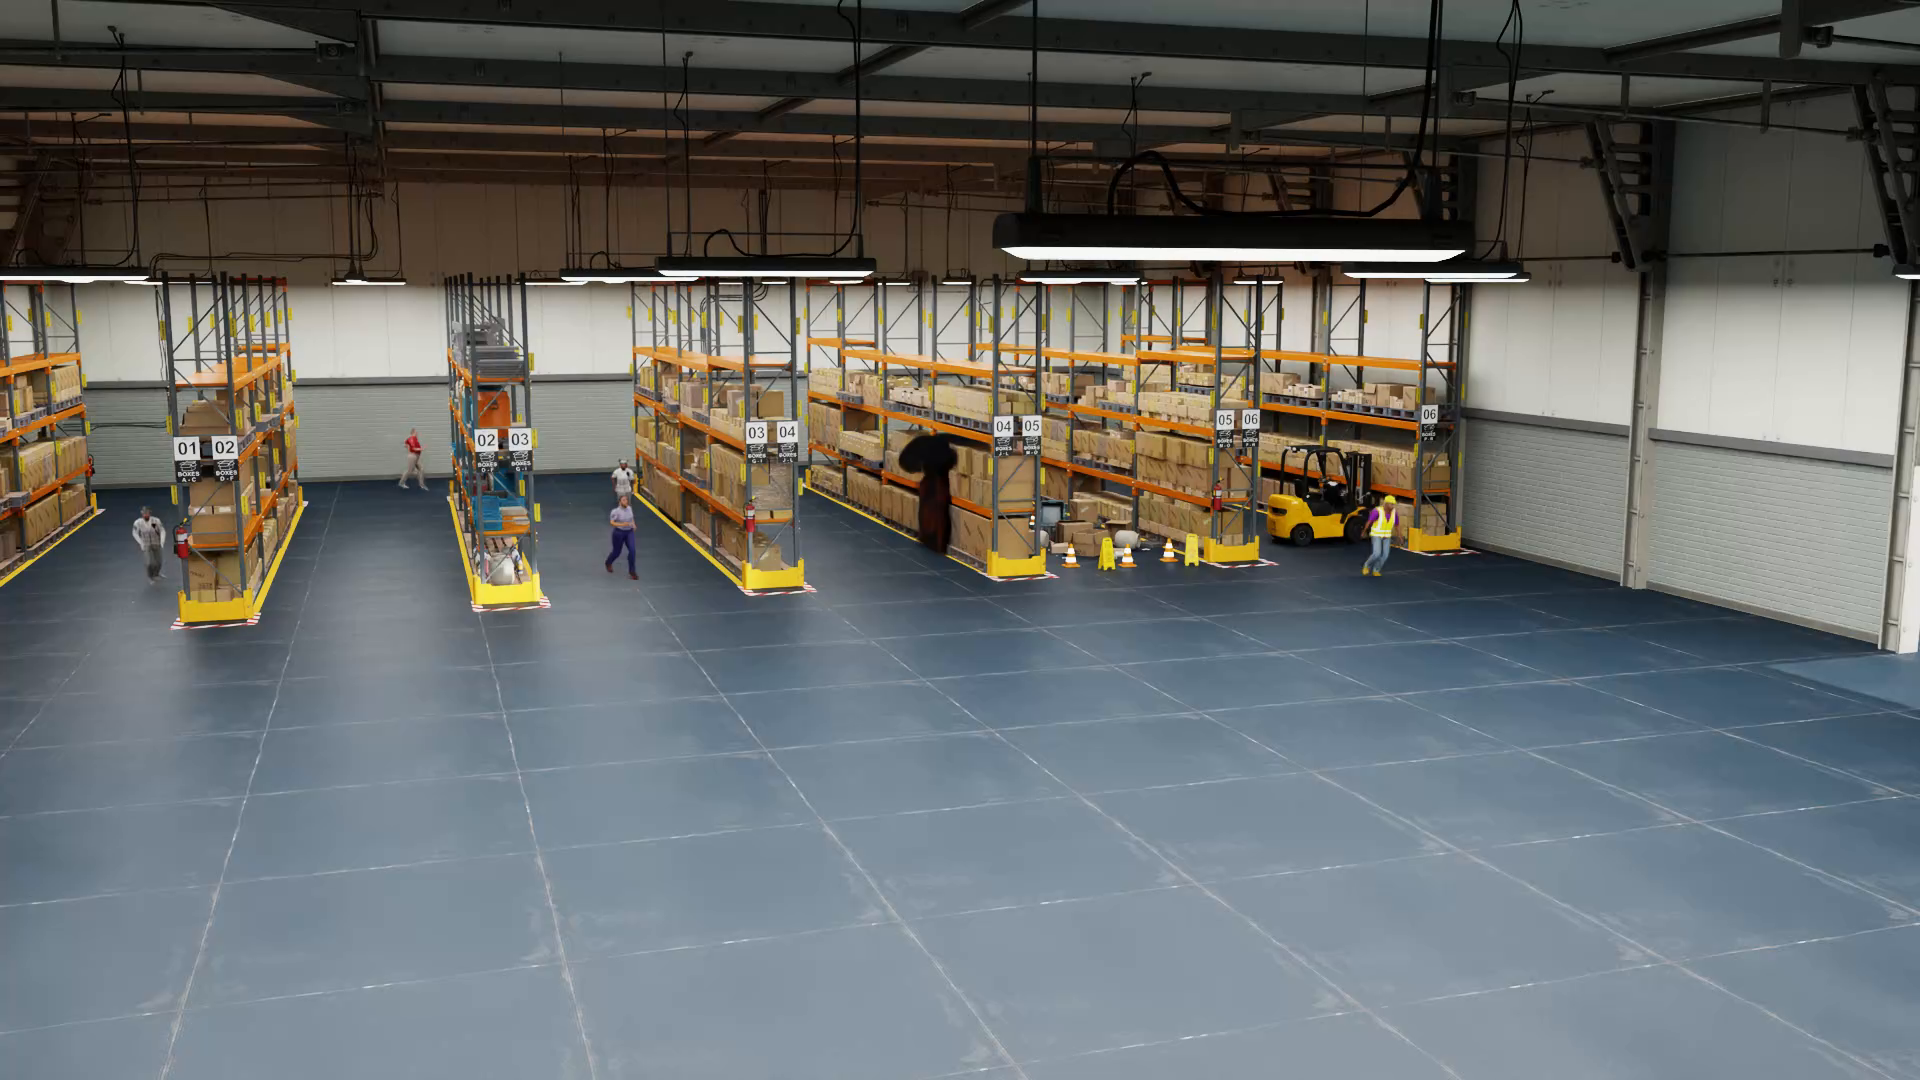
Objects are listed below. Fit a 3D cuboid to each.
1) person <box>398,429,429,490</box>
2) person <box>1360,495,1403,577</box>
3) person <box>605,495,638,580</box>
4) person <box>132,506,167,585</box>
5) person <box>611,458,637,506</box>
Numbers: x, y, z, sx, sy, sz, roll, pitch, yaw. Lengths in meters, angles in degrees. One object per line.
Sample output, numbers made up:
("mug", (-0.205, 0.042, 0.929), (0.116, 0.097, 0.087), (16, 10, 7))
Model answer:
("person", (-15.615, -2.286, 47.474), (0.888, 1.792, 0.647), (-2, 9, -10))
("person", (8.368, -0.081, 32.955), (0.688, 1.664, 0.659), (-2, 9, -16))
("person", (-6.744, -0.075, 33.187), (0.595, 1.673, 0.934), (-6, 11, -36))
("person", (-15.742, 0.085, 32.302), (0.595, 1.581, 0.792), (-6, 10, -33))
("person", (-8.070, -1.129, 40.015), (0.582, 1.729, 0.723), (-3, 9, -17))
